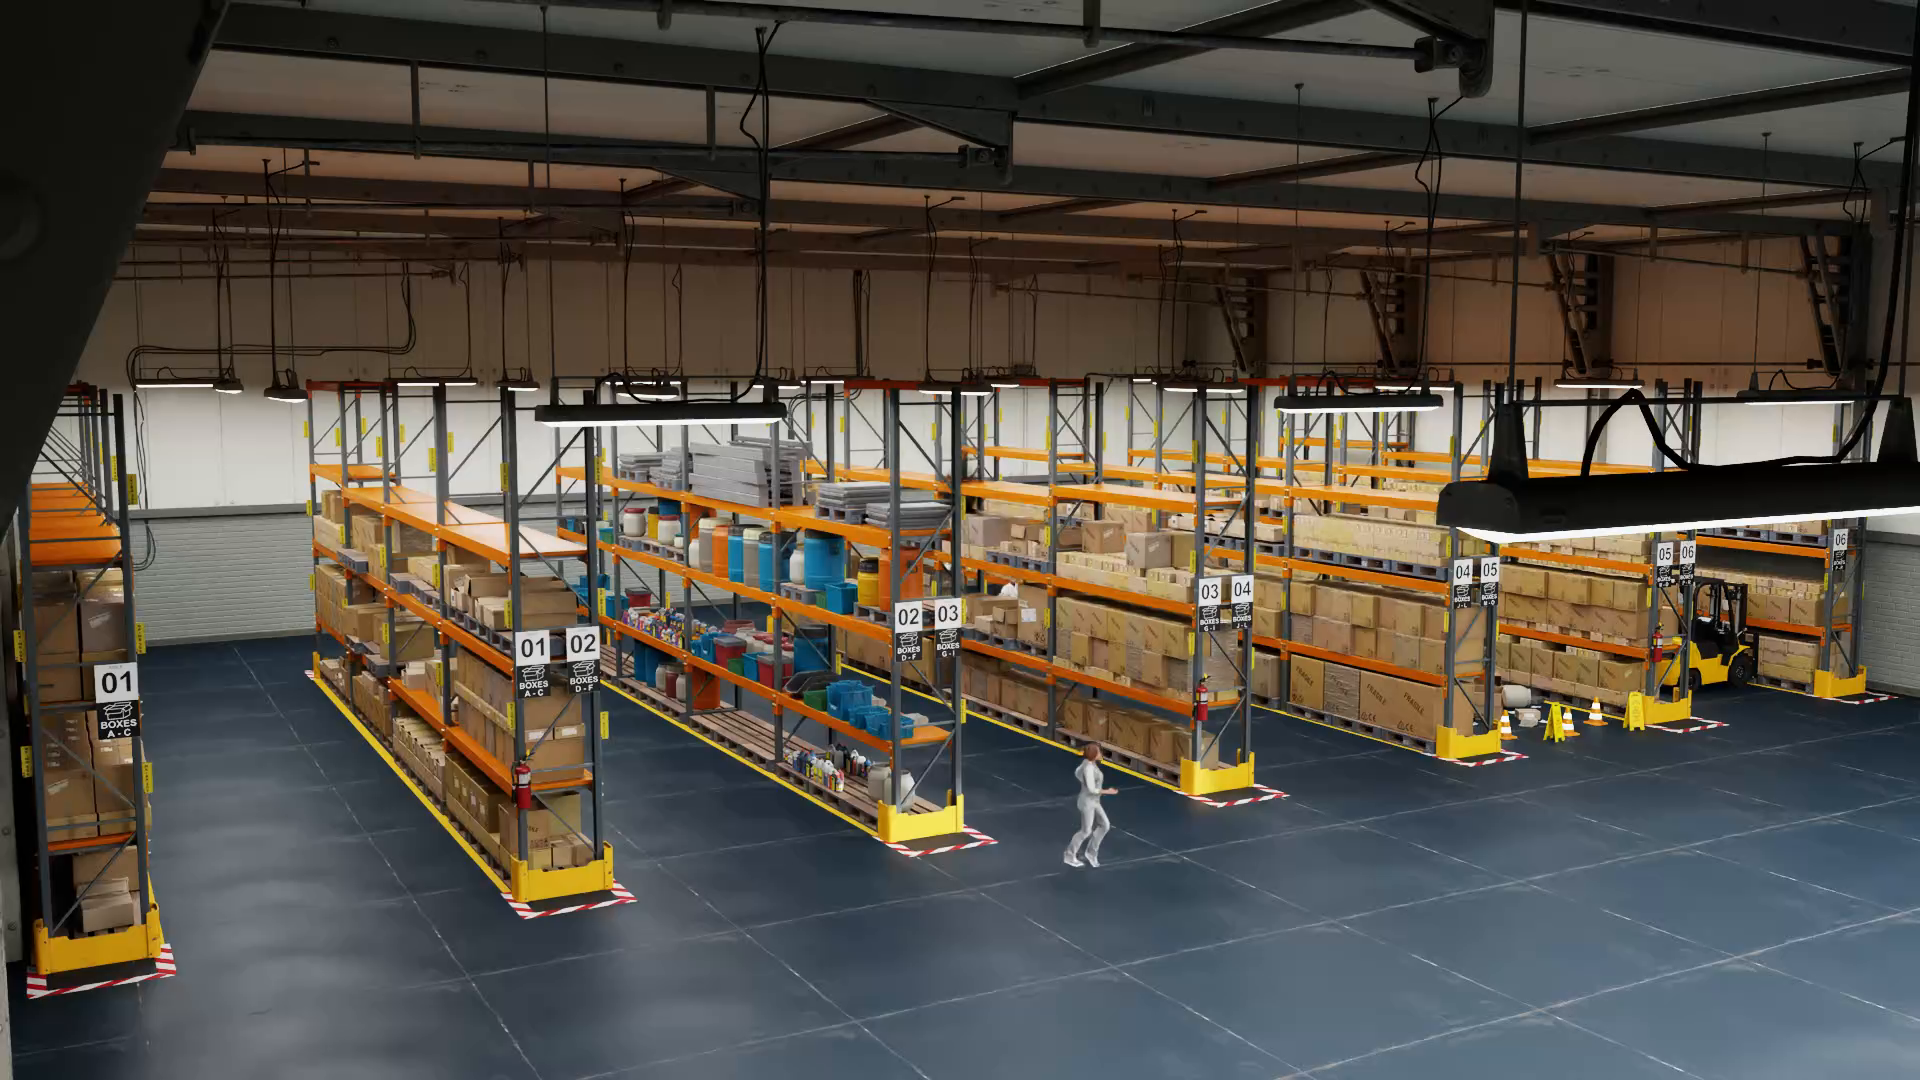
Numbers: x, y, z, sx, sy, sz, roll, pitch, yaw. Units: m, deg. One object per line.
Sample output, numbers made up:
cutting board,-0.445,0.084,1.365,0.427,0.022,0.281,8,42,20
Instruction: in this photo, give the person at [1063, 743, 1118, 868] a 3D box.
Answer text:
person,1.638,3.456,20.822,0.682,1.404,0.562,1,6,10

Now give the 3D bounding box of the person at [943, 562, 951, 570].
person,-0.320,1.106,41.479,0.632,1.650,0.561,5,8,40

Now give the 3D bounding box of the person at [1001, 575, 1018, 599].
person,1.212,1.581,36.435,0.669,1.782,0.942,-3,7,-27
